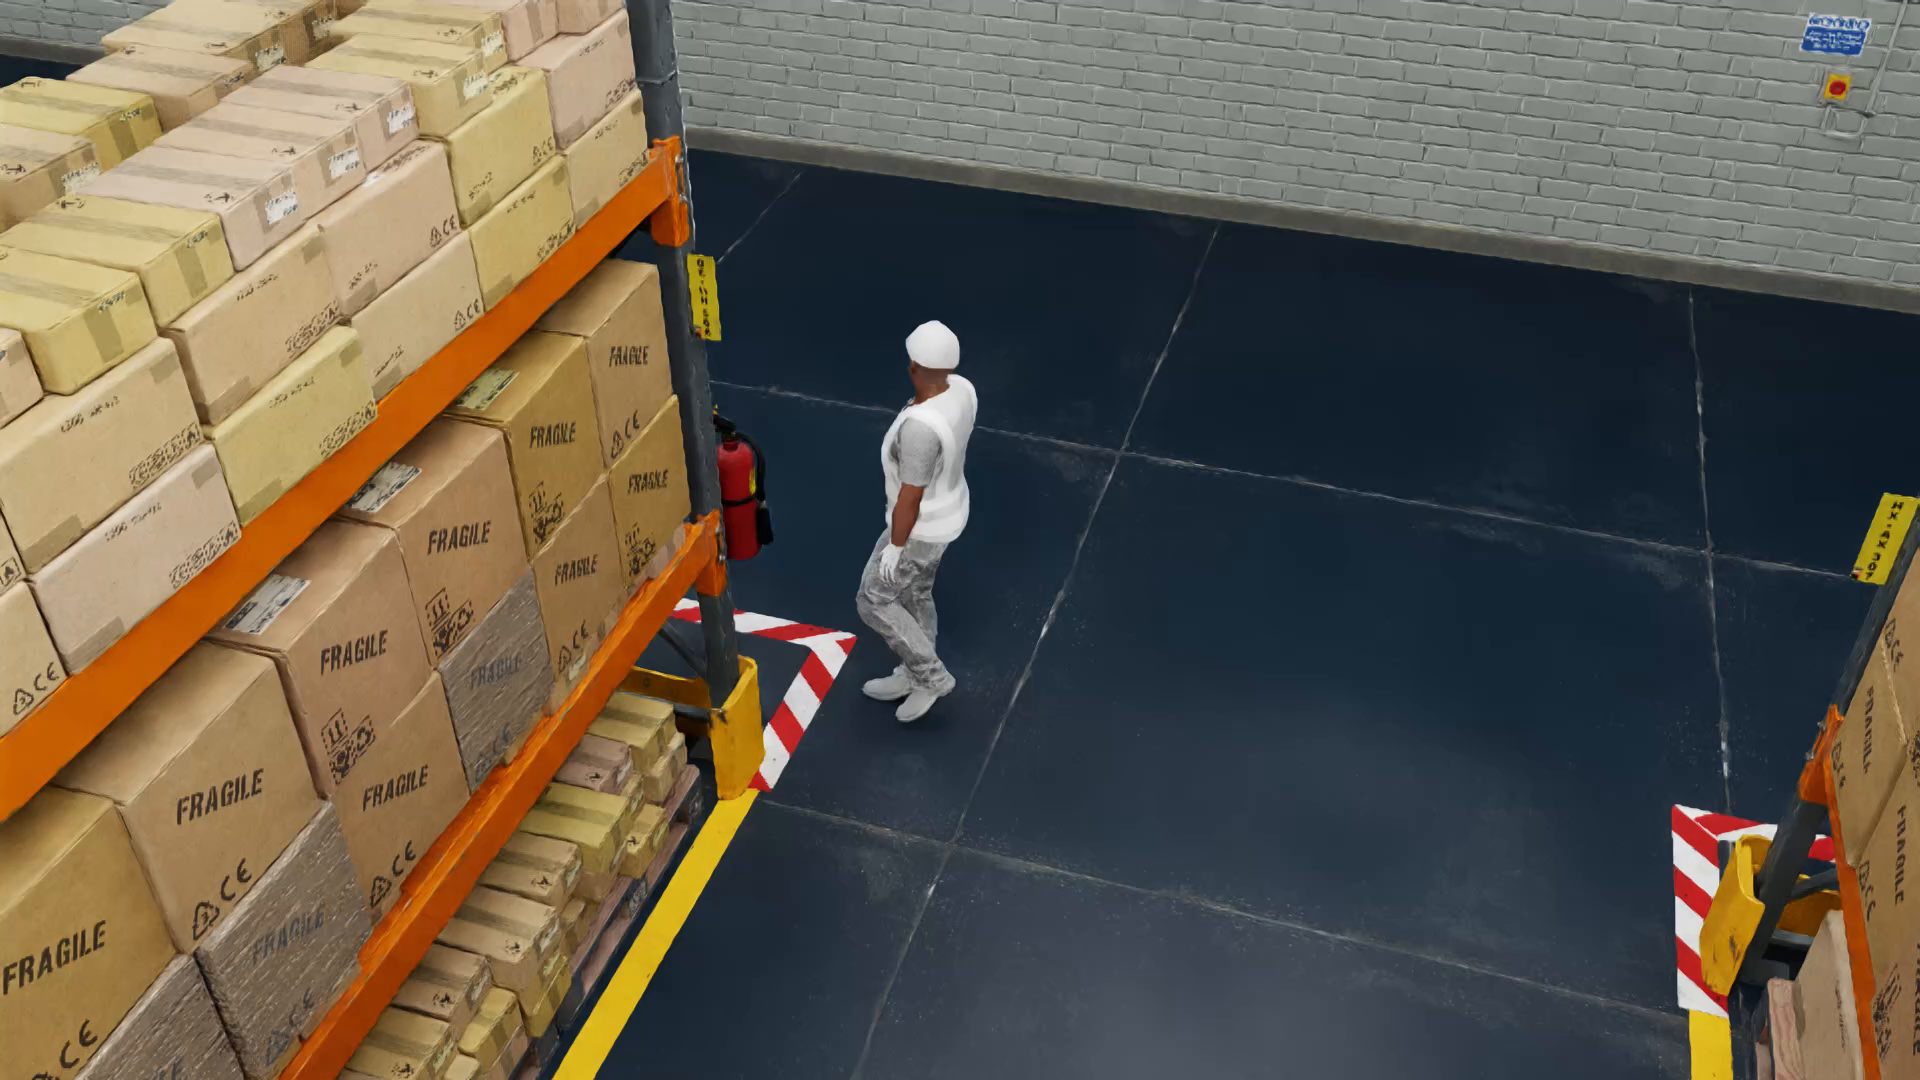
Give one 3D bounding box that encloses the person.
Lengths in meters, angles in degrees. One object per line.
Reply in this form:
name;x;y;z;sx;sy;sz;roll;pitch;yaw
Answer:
person;-0.190;-0.071;6.986;0.439;1.772;0.690;8;37;10
